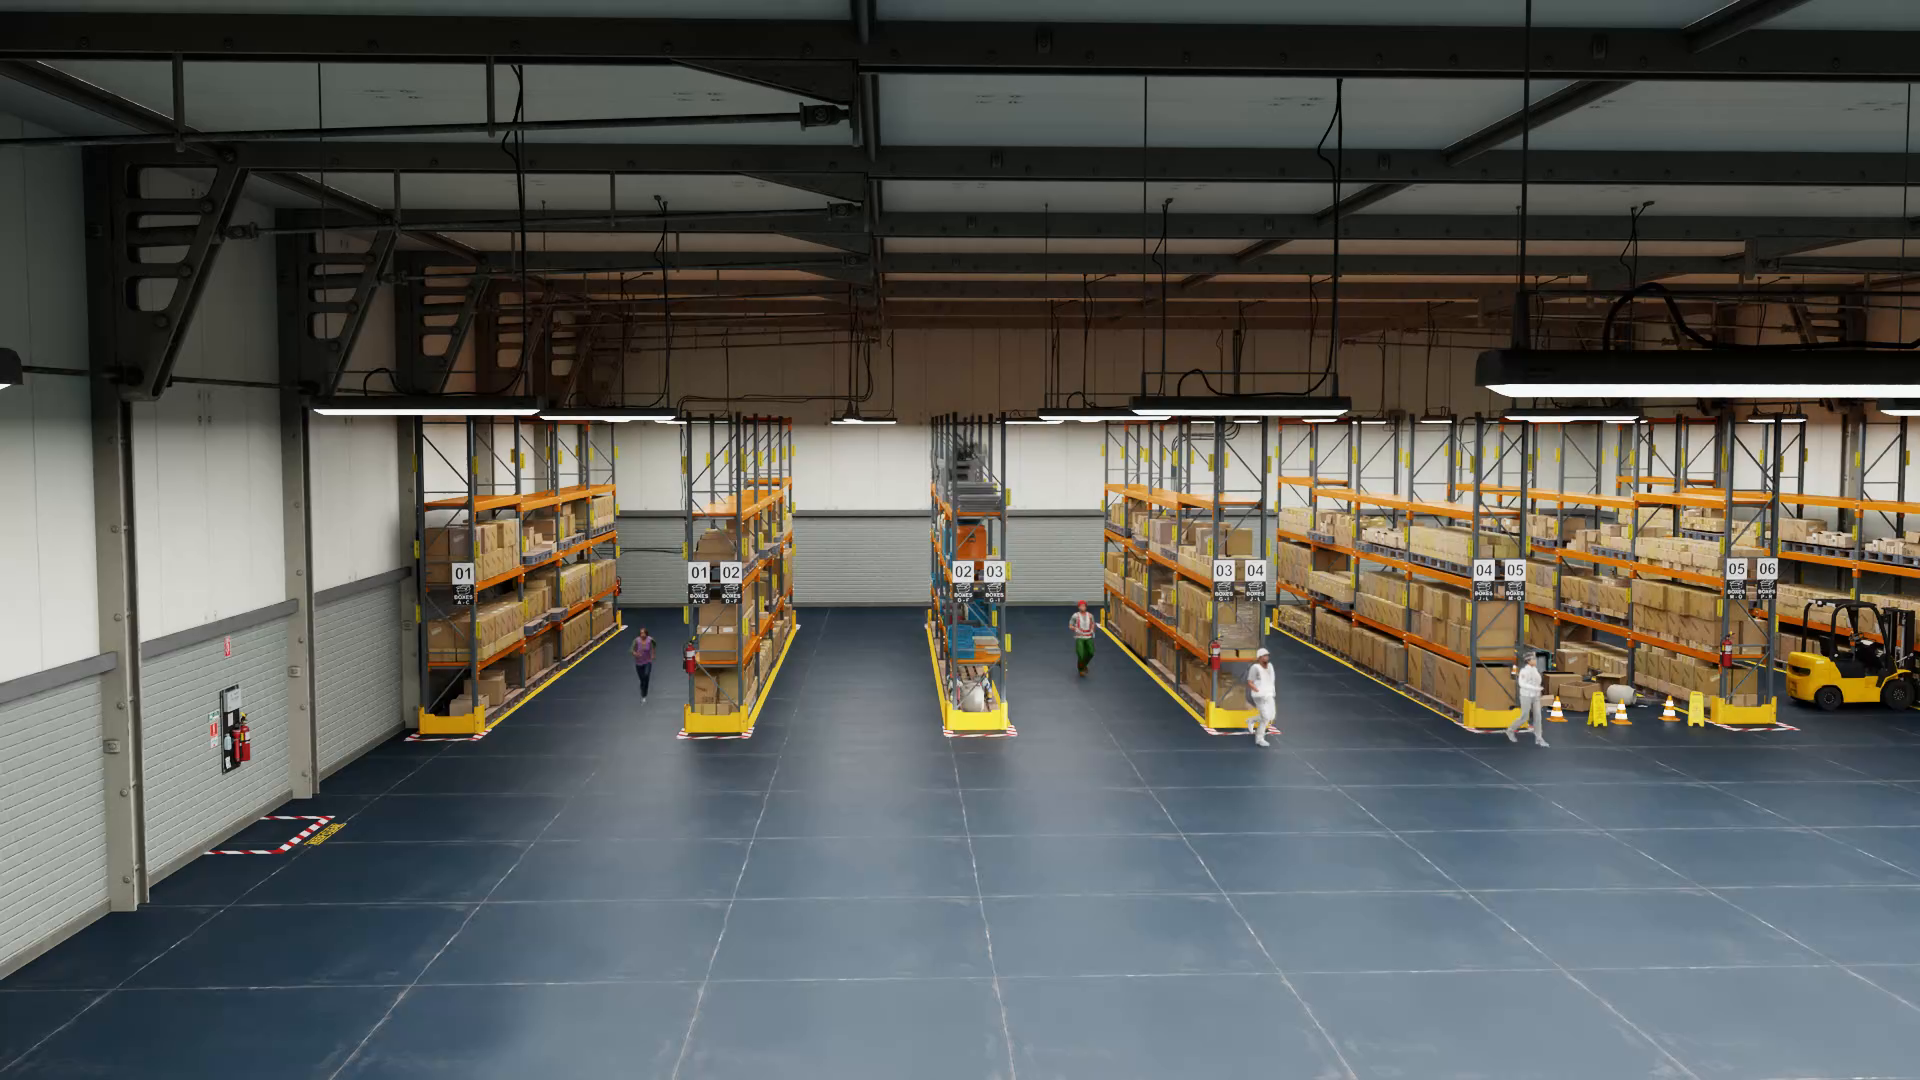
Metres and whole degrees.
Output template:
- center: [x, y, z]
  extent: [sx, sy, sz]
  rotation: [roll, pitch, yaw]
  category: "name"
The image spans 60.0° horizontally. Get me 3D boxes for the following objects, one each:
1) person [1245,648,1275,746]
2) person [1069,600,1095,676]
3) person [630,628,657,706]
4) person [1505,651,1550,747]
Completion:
- center: [5.405, 2.818, 30.017]
  extent: [0.675, 1.757, 0.669]
  rotation: [-3, 5, -42]
  category: "person"
- center: [2.843, 2.252, 38.049]
  extent: [0.643, 1.740, 0.582]
  rotation: [-1, 4, -13]
  category: "person"
- center: [-6.580, 2.587, 34.575]
  extent: [0.539, 1.596, 0.951]
  rotation: [0, 4, -6]
  category: "person"
- center: [10.215, 2.830, 29.842]
  extent: [0.625, 1.684, 0.834]
  rotation: [-3, 5, -39]
  category: "person"
